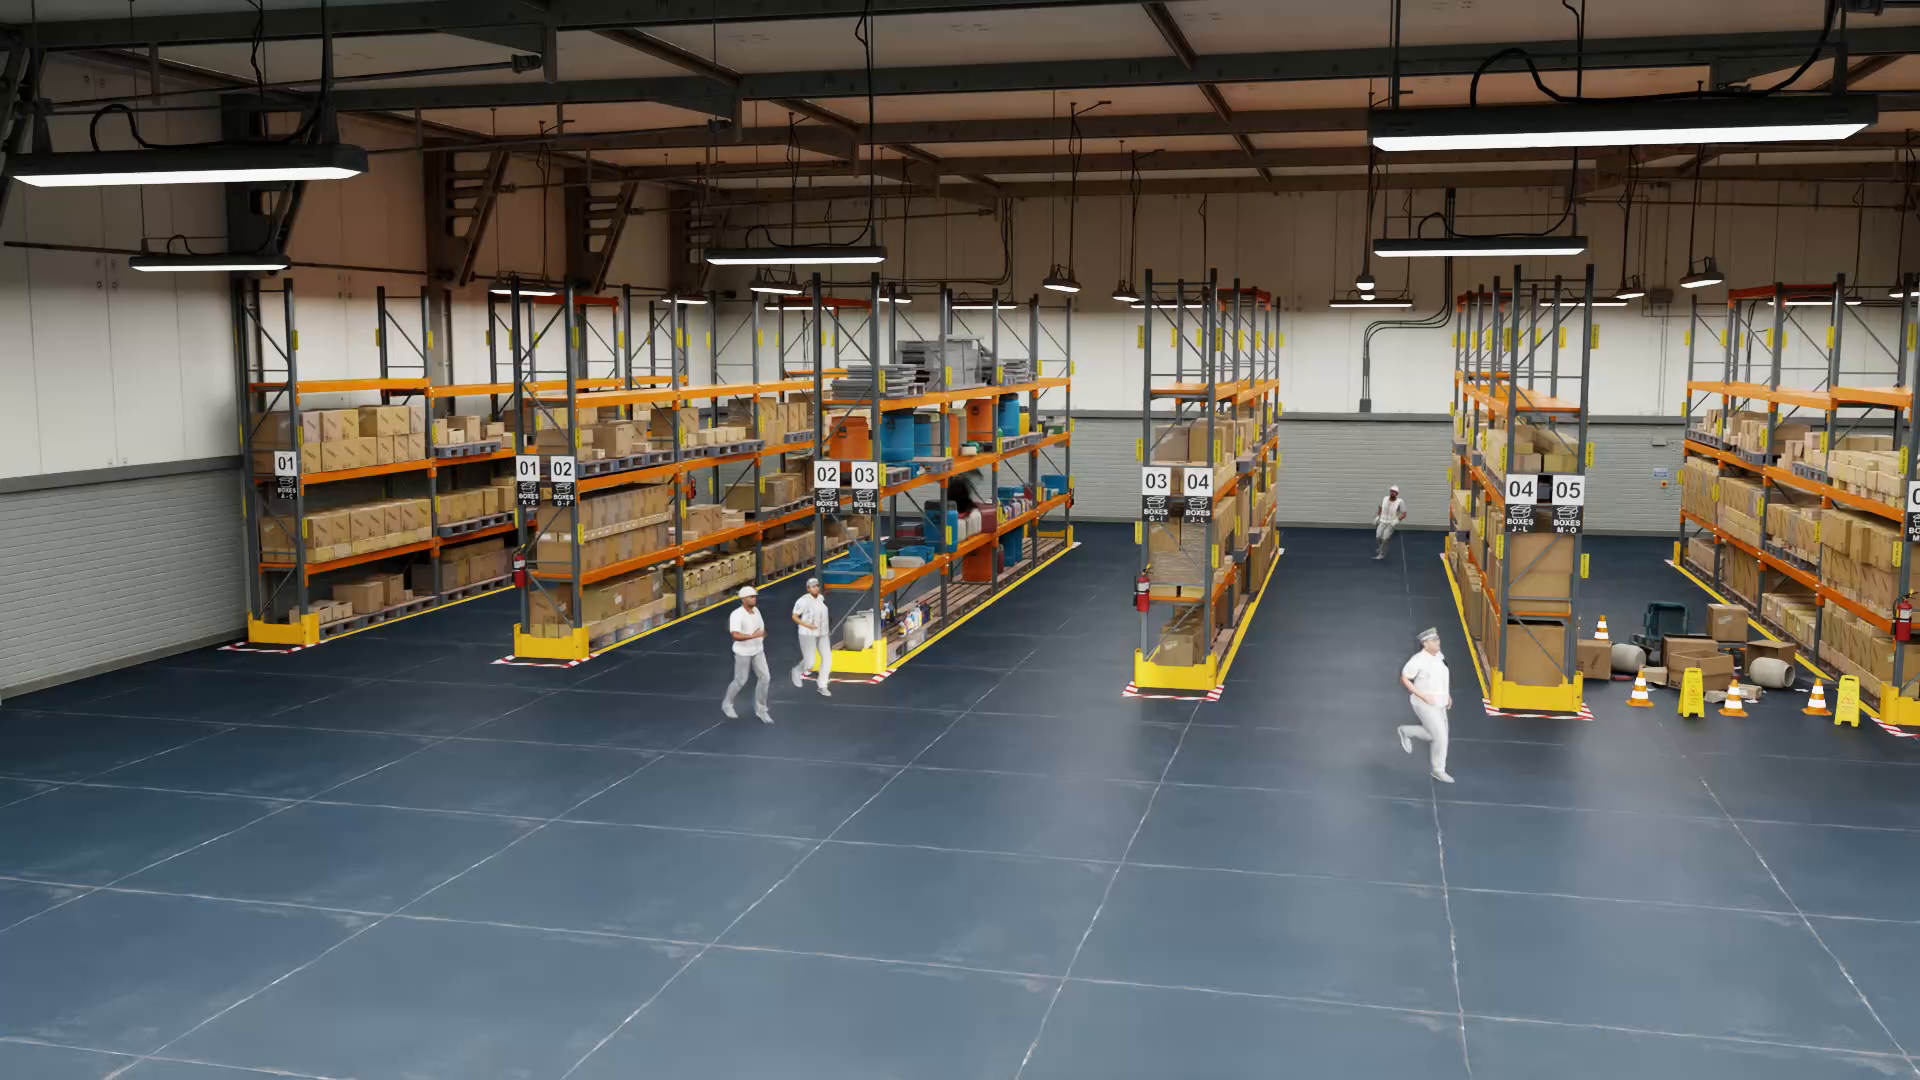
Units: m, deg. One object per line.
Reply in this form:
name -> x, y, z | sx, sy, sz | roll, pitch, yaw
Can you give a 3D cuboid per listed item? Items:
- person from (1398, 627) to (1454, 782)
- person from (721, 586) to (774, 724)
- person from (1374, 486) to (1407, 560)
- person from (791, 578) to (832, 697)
person -> 5.384, 1.873, 19.187 | 0.667, 1.759, 0.848 | -6, 9, -43
person -> -2.797, 1.515, 21.819 | 0.799, 1.840, 0.700 | 5, 8, 34
person -> 9.791, -0.380, 37.923 | 0.734, 1.699, 0.543 | 5, 8, 34
person -> -2.084, 1.369, 23.630 | 0.616, 1.667, 0.696 | -6, 9, -39
